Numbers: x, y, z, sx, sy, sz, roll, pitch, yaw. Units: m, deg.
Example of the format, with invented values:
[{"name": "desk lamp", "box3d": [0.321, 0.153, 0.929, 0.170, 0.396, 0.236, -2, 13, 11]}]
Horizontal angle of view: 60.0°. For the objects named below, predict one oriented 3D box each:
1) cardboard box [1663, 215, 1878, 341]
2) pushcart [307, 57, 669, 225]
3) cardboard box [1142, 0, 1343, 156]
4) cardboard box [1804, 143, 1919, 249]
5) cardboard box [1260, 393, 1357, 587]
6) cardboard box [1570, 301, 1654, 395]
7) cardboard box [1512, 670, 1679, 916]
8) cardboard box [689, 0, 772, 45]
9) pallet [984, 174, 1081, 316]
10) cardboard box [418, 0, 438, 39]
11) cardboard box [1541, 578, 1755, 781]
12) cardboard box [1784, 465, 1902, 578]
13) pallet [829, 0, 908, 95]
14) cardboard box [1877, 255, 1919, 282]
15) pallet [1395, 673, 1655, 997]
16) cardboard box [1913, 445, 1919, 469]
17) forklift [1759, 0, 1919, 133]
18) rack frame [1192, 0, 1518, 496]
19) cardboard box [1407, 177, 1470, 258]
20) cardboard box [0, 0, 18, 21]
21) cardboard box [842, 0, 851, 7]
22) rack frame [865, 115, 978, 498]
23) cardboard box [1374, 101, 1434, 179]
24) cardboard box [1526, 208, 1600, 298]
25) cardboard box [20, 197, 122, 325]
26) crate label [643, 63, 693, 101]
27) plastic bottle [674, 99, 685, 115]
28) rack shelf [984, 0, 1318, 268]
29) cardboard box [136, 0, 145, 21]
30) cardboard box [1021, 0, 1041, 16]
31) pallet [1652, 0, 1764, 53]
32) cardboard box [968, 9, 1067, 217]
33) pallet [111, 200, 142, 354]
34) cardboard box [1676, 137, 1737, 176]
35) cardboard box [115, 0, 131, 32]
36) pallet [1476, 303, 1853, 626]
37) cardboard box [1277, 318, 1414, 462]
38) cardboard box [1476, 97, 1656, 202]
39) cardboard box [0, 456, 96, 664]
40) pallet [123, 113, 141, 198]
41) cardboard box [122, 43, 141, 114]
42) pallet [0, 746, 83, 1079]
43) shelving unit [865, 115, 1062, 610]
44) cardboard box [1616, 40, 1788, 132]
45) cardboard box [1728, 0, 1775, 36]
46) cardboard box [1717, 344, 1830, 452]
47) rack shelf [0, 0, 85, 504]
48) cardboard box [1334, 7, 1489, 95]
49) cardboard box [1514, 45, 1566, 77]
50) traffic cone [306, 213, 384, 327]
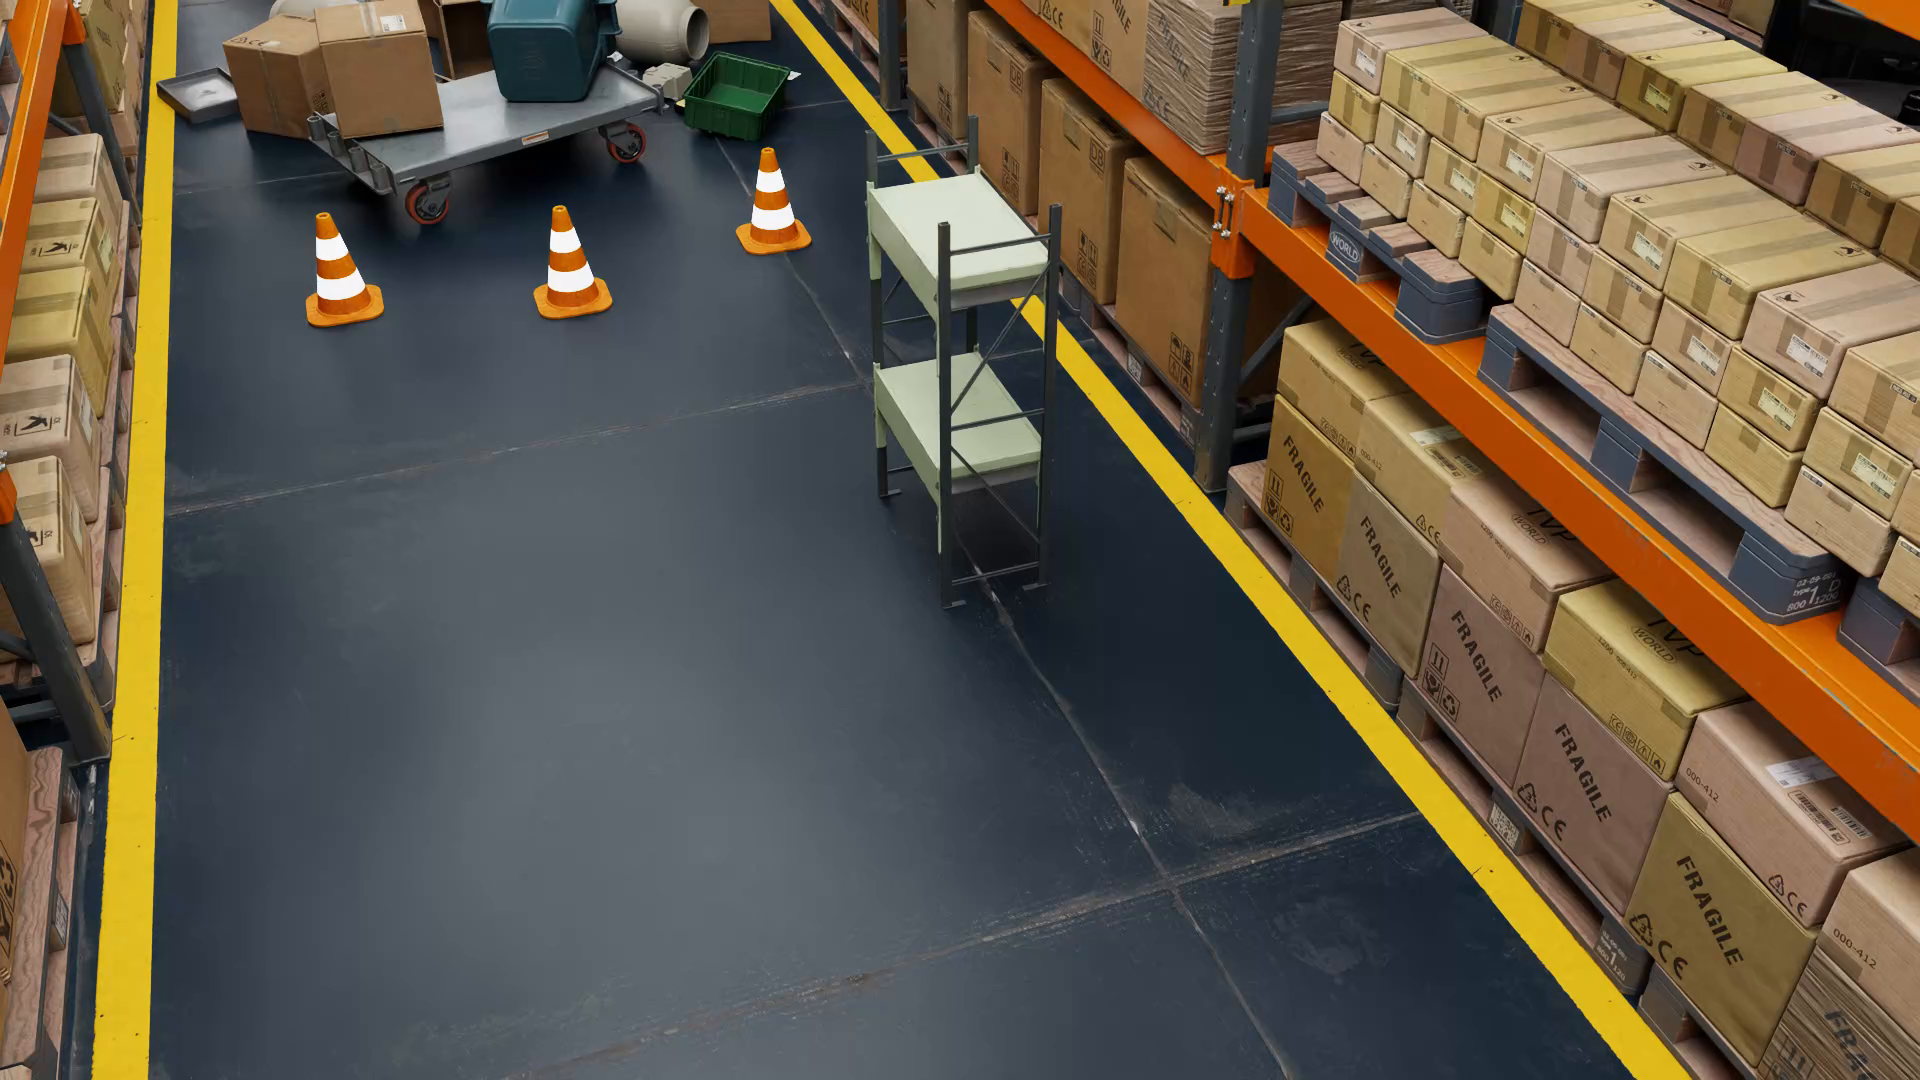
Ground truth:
[{"name": "cardboard box", "box3d": [1.922, -0.628, 3.956, 0.380, 0.149, 0.250, -13, 39, -17]}, {"name": "pushcart", "box3d": [-2.457, -2.138, 8.775, 1.648, 0.377, 0.936, -27, 45, -31]}, {"name": "cardboard box", "box3d": [1.002, -1.747, 5.993, 0.500, 0.500, 0.500, -12, 39, -16]}, {"name": "cardboard box", "box3d": [2.451, -0.900, 4.317, 0.380, 0.149, 0.250, -11, 38, -14]}, {"name": "cardboard box", "box3d": [1.413, -0.225, 5.784, 0.500, 0.500, 0.500, -14, 39, -18]}, {"name": "cardboard box", "box3d": [1.832, -0.532, 4.323, 0.380, 0.149, 0.250, -12, 39, -15]}, {"name": "cardboard box", "box3d": [1.946, 0.636, 4.641, 0.500, 0.500, 0.500, -13, 39, -17]}, {"name": "cardboard box", "box3d": [-1.465, -3.434, 10.392, 0.500, 0.500, 0.500, -6, 37, -8]}, {"name": "pallet", "box3d": [0.793, -1.543, 8.123, 1.003, 0.211, 1.213, -12, 39, -16]}, {"name": "cardboard box", "box3d": [-2.975, -3.480, 10.452, 0.637, 0.503, 0.797, 19, 41, 23]}, {"name": "cardboard box", "box3d": [1.932, 0.326, 4.430, 0.500, 0.250, 0.500, -14, 39, -18]}, {"name": "cardboard box", "box3d": [2.102, -0.084, 3.729, 0.380, 0.149, 0.250, -14, 39, -18]}, {"name": "pallet", "box3d": [-0.156, -3.099, 10.189, 1.003, 0.211, 1.213, -12, 39, -16]}, {"name": "cardboard box", "box3d": [2.542, -0.635, 4.213, 0.380, 0.149, 0.250, -13, 39, -17]}, {"name": "pallet", "box3d": [2.093, 0.736, 5.098, 1.003, 0.211, 1.213, -12, 39, -16]}, {"name": "cardboard box", "box3d": [2.193, -0.186, 3.369, 0.380, 0.149, 0.250, -13, 39, -16]}, {"name": "forklift", "box3d": [4.197, -2.562, 7.216, 1.130, 2.935, 3.031, 14, 39, 17]}, {"name": "rack frame", "box3d": [1.409, -1.508, 5.759, 1.000, 3.000, 0.127, -12, 39, -16]}, {"name": "cardboard box", "box3d": [1.559, -0.977, 4.913, 0.380, 0.149, 0.250, -11, 38, -14]}, {"name": "cardboard box", "box3d": [-3.856, -2.085, 6.385, 0.380, 0.149, 0.250, -12, 39, -16]}, {"name": "cardboard box", "box3d": [-0.432, -3.965, 10.437, 0.875, 0.875, 0.875, -12, 39, -16]}, {"name": "rack frame", "box3d": [-0.128, -0.810, 6.078, 0.400, 1.500, 0.023, -12, 39, -16]}, {"name": "cardboard box", "box3d": [1.482, -1.227, 4.998, 0.380, 0.149, 0.250, -11, 38, -14]}, {"name": "cardboard box", "box3d": [1.749, -0.793, 4.422, 0.380, 0.149, 0.250, -12, 39, -16]}, {"name": "cardboard box", "box3d": [-4.147, -1.102, 7.056, 0.950, 0.372, 0.625, -10, 38, -13]}, {"name": "crate label", "box3d": [-1.702, -2.670, 9.681, 0.250, 0.136, 0.298, 19, 41, 23]}, {"name": "plastic bottle", "box3d": [-1.479, -2.437, 9.435, 0.283, 0.061, 0.133, 27, 44, 31]}, {"name": "rack shelf", "box3d": [0.721, -2.350, 7.475, 1.077, 0.370, 4.000, -12, 39, -16]}, {"name": "cardboard box", "box3d": [-5.255, -3.319, 10.100, 0.500, 0.250, 0.500, -12, 39, -16]}, {"name": "cardboard box", "box3d": [0.479, -2.600, 7.125, 0.500, 0.500, 0.500, -12, 39, -15]}, {"name": "pallet", "box3d": [4.994, -3.184, 10.302, 1.003, 0.211, 1.213, -12, 39, -16]}, {"name": "cardboard box", "box3d": [0.659, -2.159, 8.144, 1.050, 0.750, 0.750, -12, 39, -16]}, {"name": "pallet", "box3d": [-4.311, -1.132, 7.578, 1.003, 0.211, 1.213, -12, 39, -16]}, {"name": "cardboard box", "box3d": [2.279, -1.069, 4.789, 0.380, 0.149, 0.250, -12, 39, -16]}, {"name": "cardboard box", "box3d": [-4.902, -3.037, 9.102, 0.500, 0.500, 0.500, -10, 38, -14]}, {"name": "pallet", "box3d": [2.129, -0.321, 4.343, 1.003, 0.211, 1.213, -12, 39, -16]}, {"name": "cardboard box", "box3d": [1.419, -0.537, 5.575, 0.500, 0.250, 0.500, -14, 39, -18]}, {"name": "cardboard box", "box3d": [1.652, -1.071, 4.544, 0.380, 0.149, 0.250, -14, 39, -18]}, {"name": "cardboard box", "box3d": [-3.389, 0.135, 5.413, 0.950, 0.372, 0.625, -15, 40, -19]}, {"name": "pallet", "box3d": [-4.845, -1.944, 8.655, 1.003, 0.211, 1.213, -12, 39, -16]}, {"name": "cardboard box", "box3d": [-4.724, -2.443, 8.937, 0.500, 0.250, 0.500, -10, 38, -13]}, {"name": "pallet", "box3d": [-3.003, 1.149, 4.549, 1.003, 0.211, 1.213, -12, 39, -16]}, {"name": "shelving unit", "box3d": [-0.002, -0.603, 5.804, 0.431, 1.500, 0.755, -12, 39, -16]}, {"name": "cardboard box", "box3d": [2.183, -1.341, 4.902, 0.380, 0.149, 0.250, -11, 38, -15]}, {"name": "cardboard box", "box3d": [5.062, -3.290, 9.837, 0.700, 0.500, 0.500, -13, 39, -16]}, {"name": "cardboard box", "box3d": [2.006, -0.362, 3.850, 0.380, 0.149, 0.250, -12, 39, -16]}, {"name": "rack shelf", "box3d": [-3.892, -1.268, 6.039, 1.077, 0.370, 4.000, -12, 39, -16]}, {"name": "cardboard box", "box3d": [1.388, -1.509, 5.126, 0.380, 0.149, 0.250, -12, 39, -16]}, {"name": "cardboard box", "box3d": [2.007, -1.509, 5.373, 0.380, 0.149, 0.250, -12, 39, -15]}, {"name": "traffic cone", "box3d": [-2.839, -1.262, 7.540, 0.336, 0.463, 0.334, -12, 39, -16]}]
